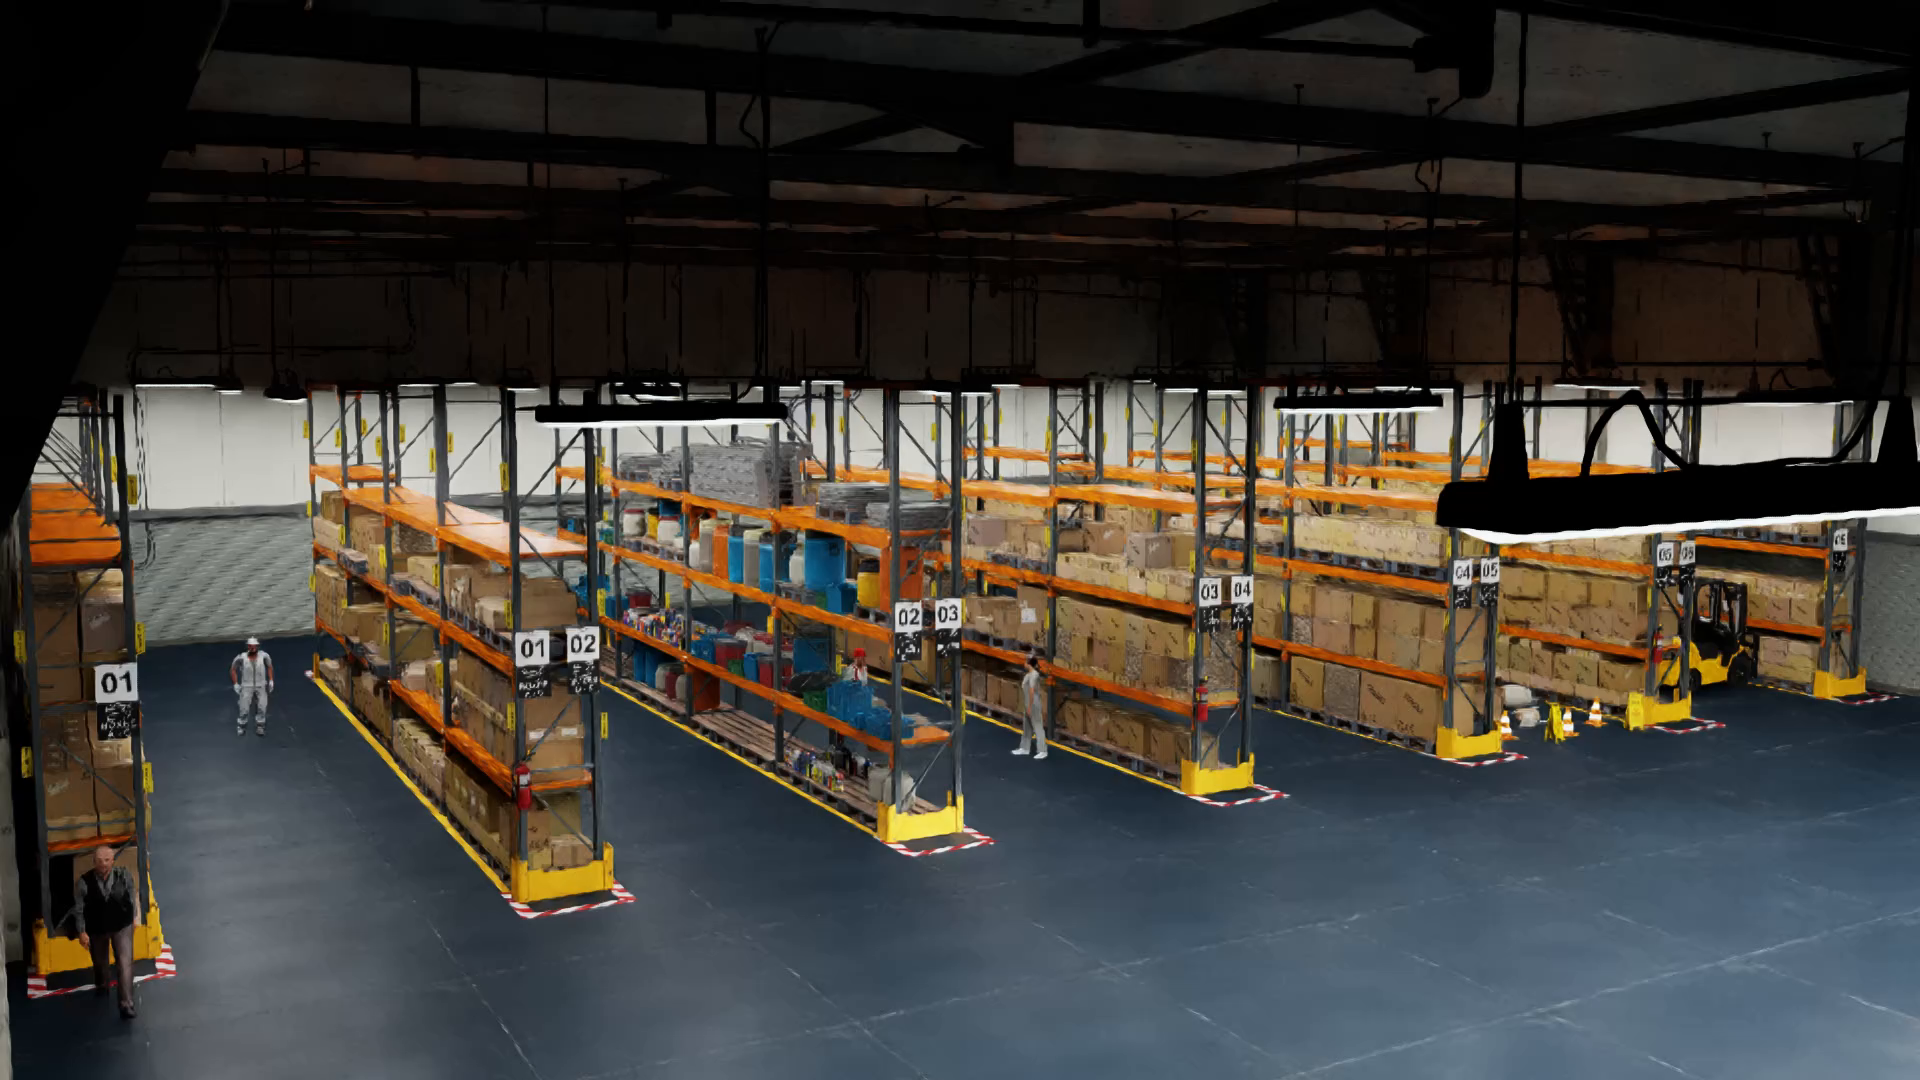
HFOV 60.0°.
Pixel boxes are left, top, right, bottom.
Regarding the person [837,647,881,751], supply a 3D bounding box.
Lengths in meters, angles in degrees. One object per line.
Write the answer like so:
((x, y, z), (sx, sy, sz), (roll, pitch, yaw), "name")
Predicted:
((-1.677, 2.595, 26.976), (0.718, 1.743, 0.672), (5, 8, 39), "person")

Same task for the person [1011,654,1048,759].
((1.121, 2.648, 26.707), (0.575, 1.665, 0.577), (0, 6, -4), "person")

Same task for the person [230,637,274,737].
((-11.963, 2.484, 28.136), (0.677, 1.742, 0.547), (-4, 7, -31), "person")

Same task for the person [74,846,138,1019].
((-8.322, 3.781, 16.212), (0.543, 1.648, 1.115), (-3, 7, -27), "person")
